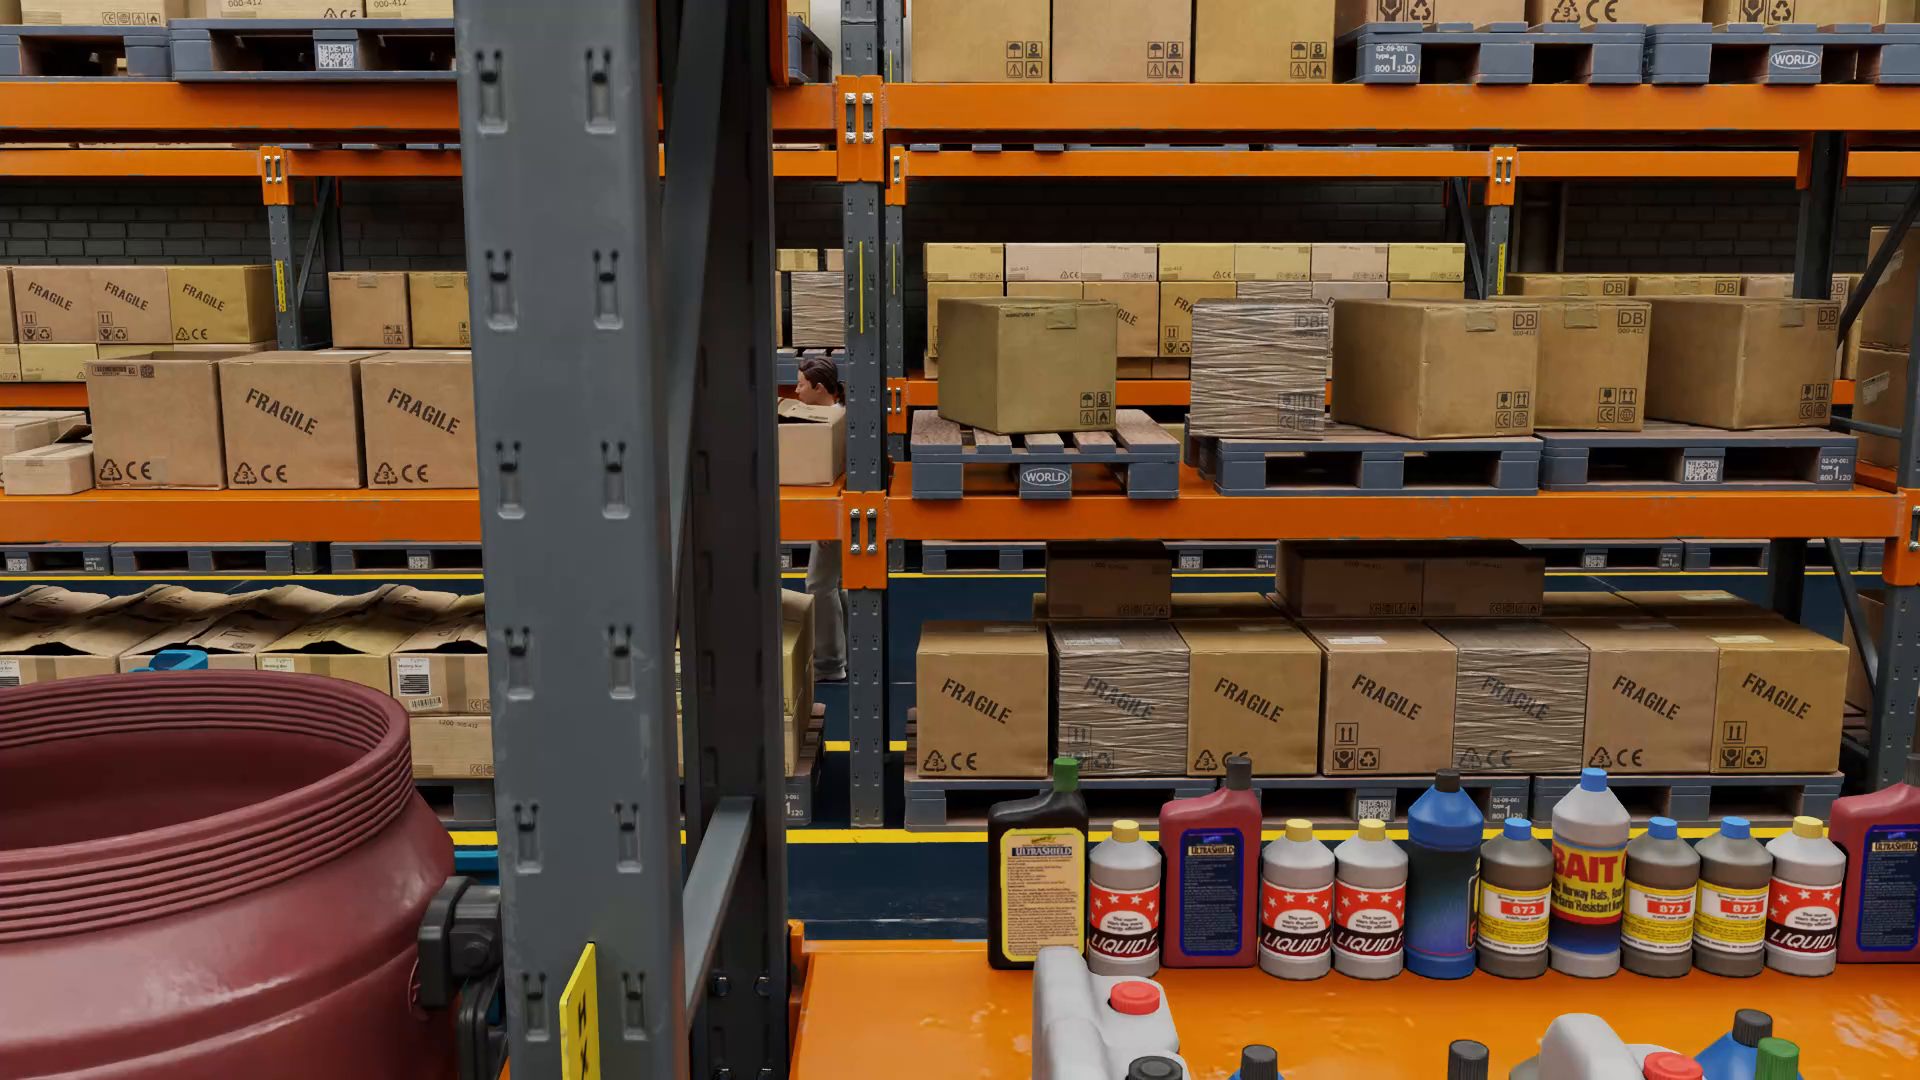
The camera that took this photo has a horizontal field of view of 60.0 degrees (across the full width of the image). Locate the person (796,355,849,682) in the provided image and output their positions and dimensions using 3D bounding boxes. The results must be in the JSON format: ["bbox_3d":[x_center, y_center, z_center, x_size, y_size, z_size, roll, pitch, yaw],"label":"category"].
[{"bbox_3d":[-0.695,-0.113,8.536,0.413,1.673,0.491,-1,10,-3],"label":"person"}]
